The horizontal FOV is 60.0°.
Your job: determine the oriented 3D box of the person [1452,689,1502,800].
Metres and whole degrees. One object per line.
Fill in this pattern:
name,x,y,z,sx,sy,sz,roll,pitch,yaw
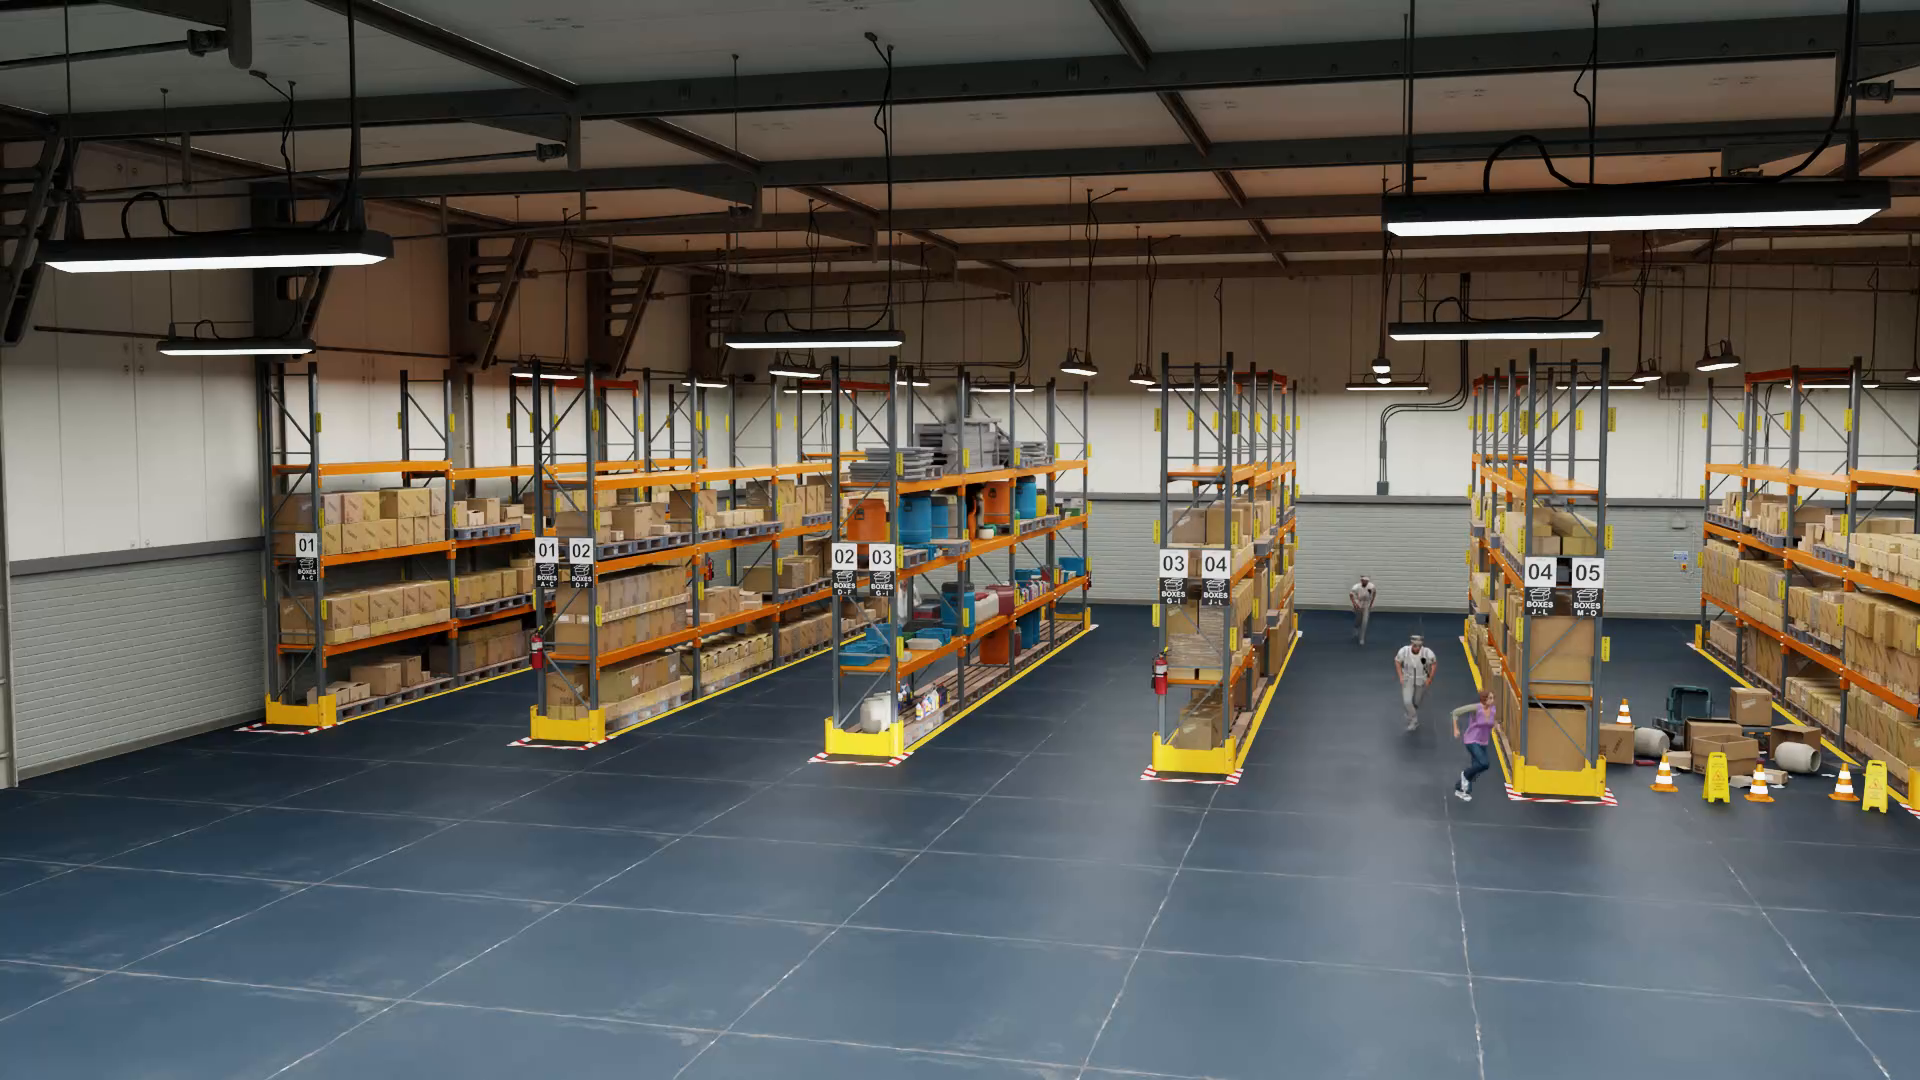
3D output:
person,6.816,2.698,21.891,0.524,1.524,0.738,-2,5,-29

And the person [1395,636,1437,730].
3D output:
person,7.478,2.314,27.302,0.670,1.593,1.030,1,4,14

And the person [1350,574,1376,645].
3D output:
person,9.164,1.560,37.938,0.587,1.631,0.925,0,4,-2

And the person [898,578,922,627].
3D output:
person,-1.068,1.513,33.241,0.646,1.775,0.811,1,4,11
